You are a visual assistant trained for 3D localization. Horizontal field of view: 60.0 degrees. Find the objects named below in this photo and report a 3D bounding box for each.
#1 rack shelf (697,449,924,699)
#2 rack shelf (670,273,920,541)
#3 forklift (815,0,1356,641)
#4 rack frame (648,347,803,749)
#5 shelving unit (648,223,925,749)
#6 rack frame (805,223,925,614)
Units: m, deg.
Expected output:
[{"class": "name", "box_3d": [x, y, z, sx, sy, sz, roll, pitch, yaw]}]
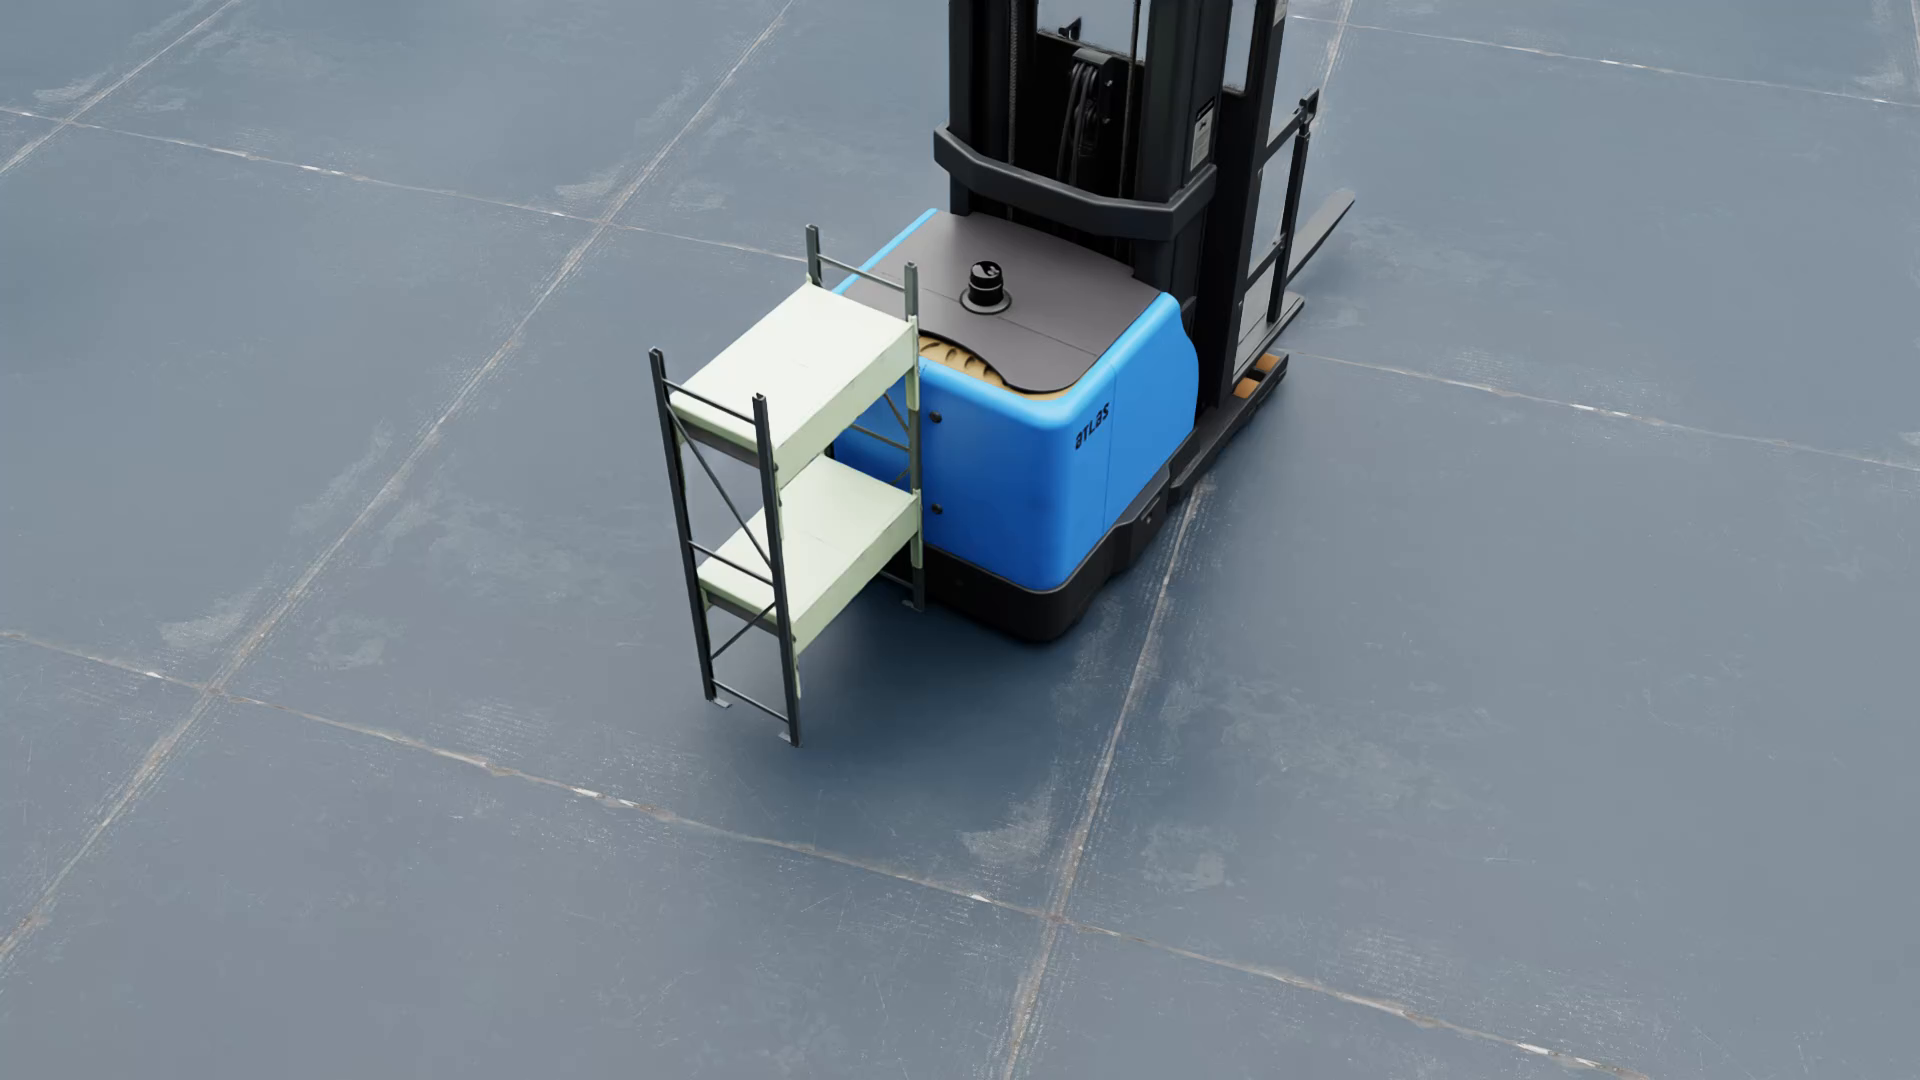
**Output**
[{"class": "rack shelf", "box_3d": [-0.499, 0.095, 5.546, 0.431, 0.370, 0.720, 24, 49, 23]}, {"class": "rack shelf", "box_3d": [-0.499, -0.417, 5.046, 0.431, 0.370, 0.720, 24, 49, 23]}, {"class": "forklift", "box_3d": [0.692, -1.703, 5.895, 1.130, 2.935, 3.031, 24, 49, 23]}, {"class": "rack frame", "box_3d": [-0.698, 0.077, 5.099, 0.400, 1.500, 0.023, 24, 49, 23]}, {"class": "shelving unit", "box_3d": [-0.499, -0.138, 5.318, 0.431, 1.500, 0.755, 24, 49, 23]}, {"class": "rack frame", "box_3d": [-0.300, -0.353, 5.538, 0.400, 1.500, 0.023, 24, 49, 23]}]
